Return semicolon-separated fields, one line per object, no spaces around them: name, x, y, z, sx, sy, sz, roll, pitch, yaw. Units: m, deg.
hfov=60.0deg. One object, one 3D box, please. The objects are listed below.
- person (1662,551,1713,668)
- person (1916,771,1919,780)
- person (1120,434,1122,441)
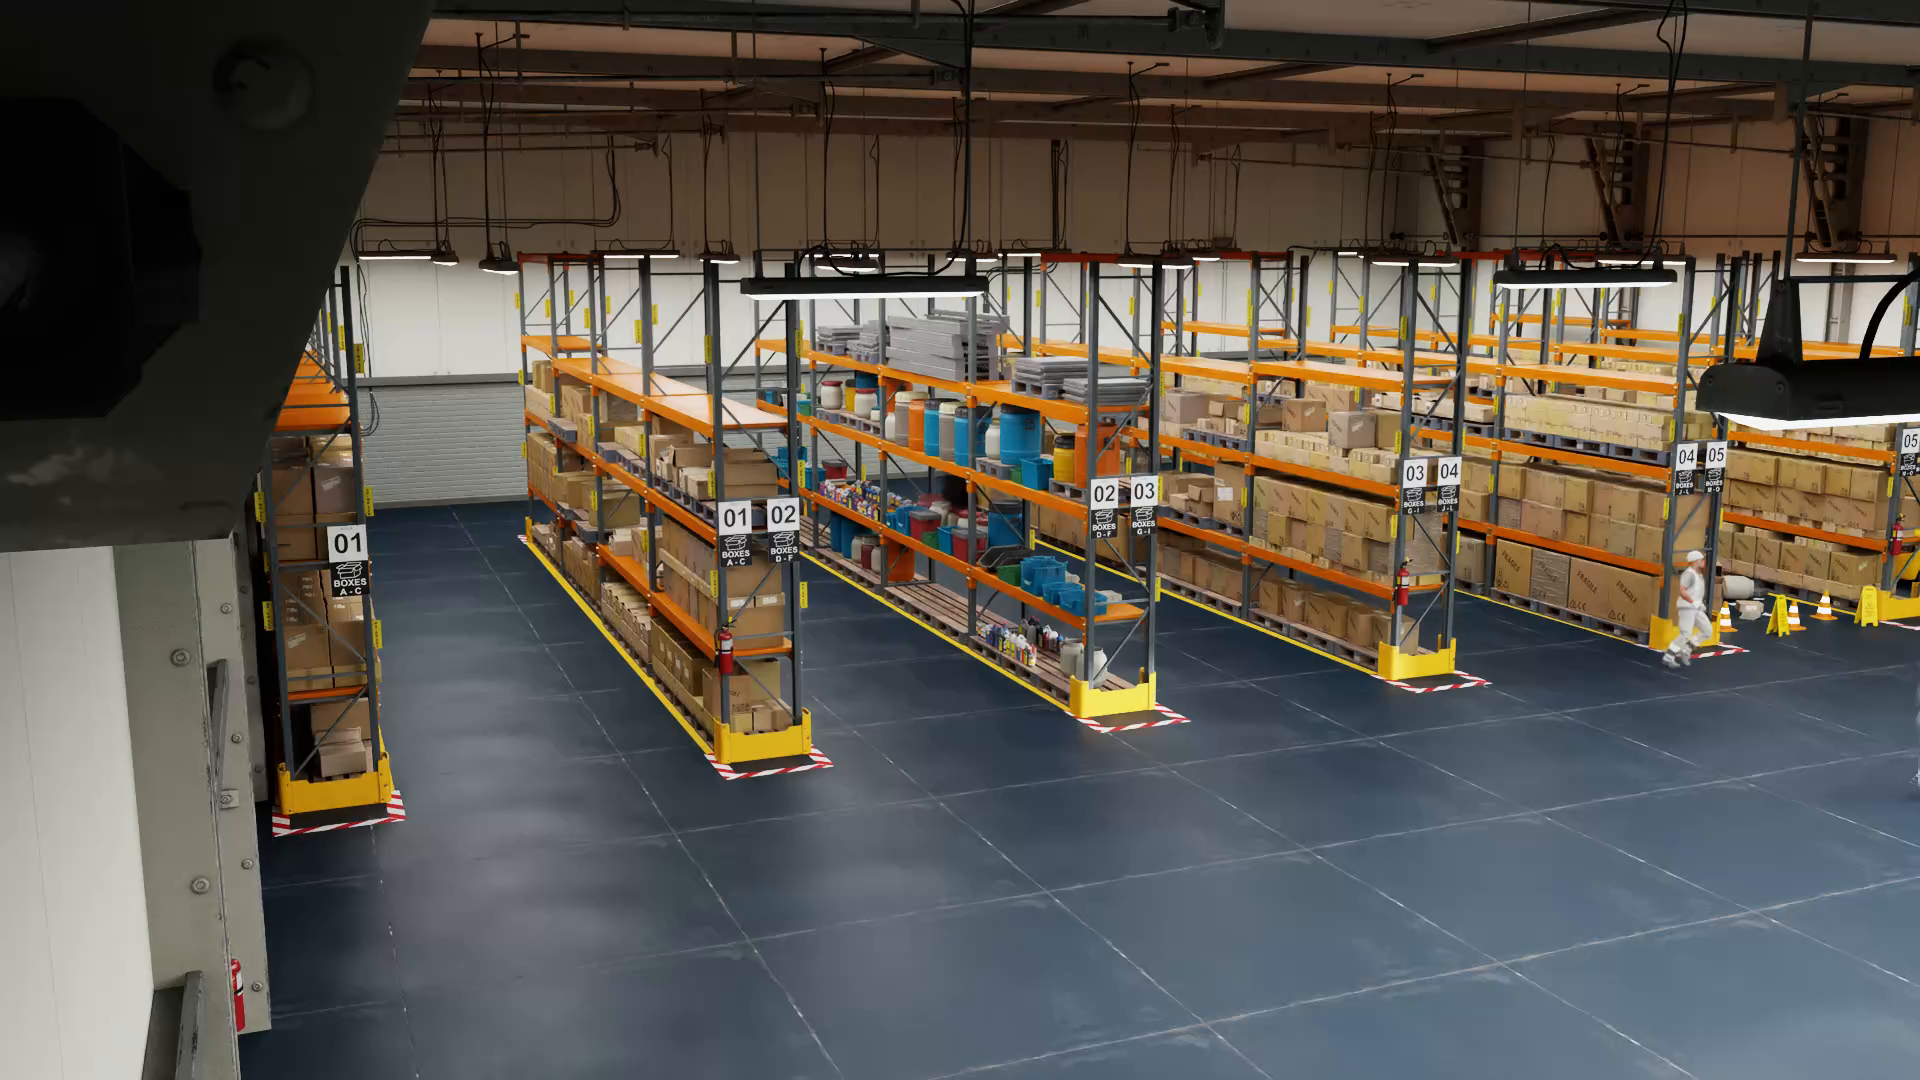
person;10.846;1.021;24.601;0.719;1.717;0.599;-10;14;-44
person;11.362;2.099;18.852;0.796;1.735;0.576;2;11;10
person;3.701;-1.793;40.350;0.592;1.599;0.535;6;12;29
